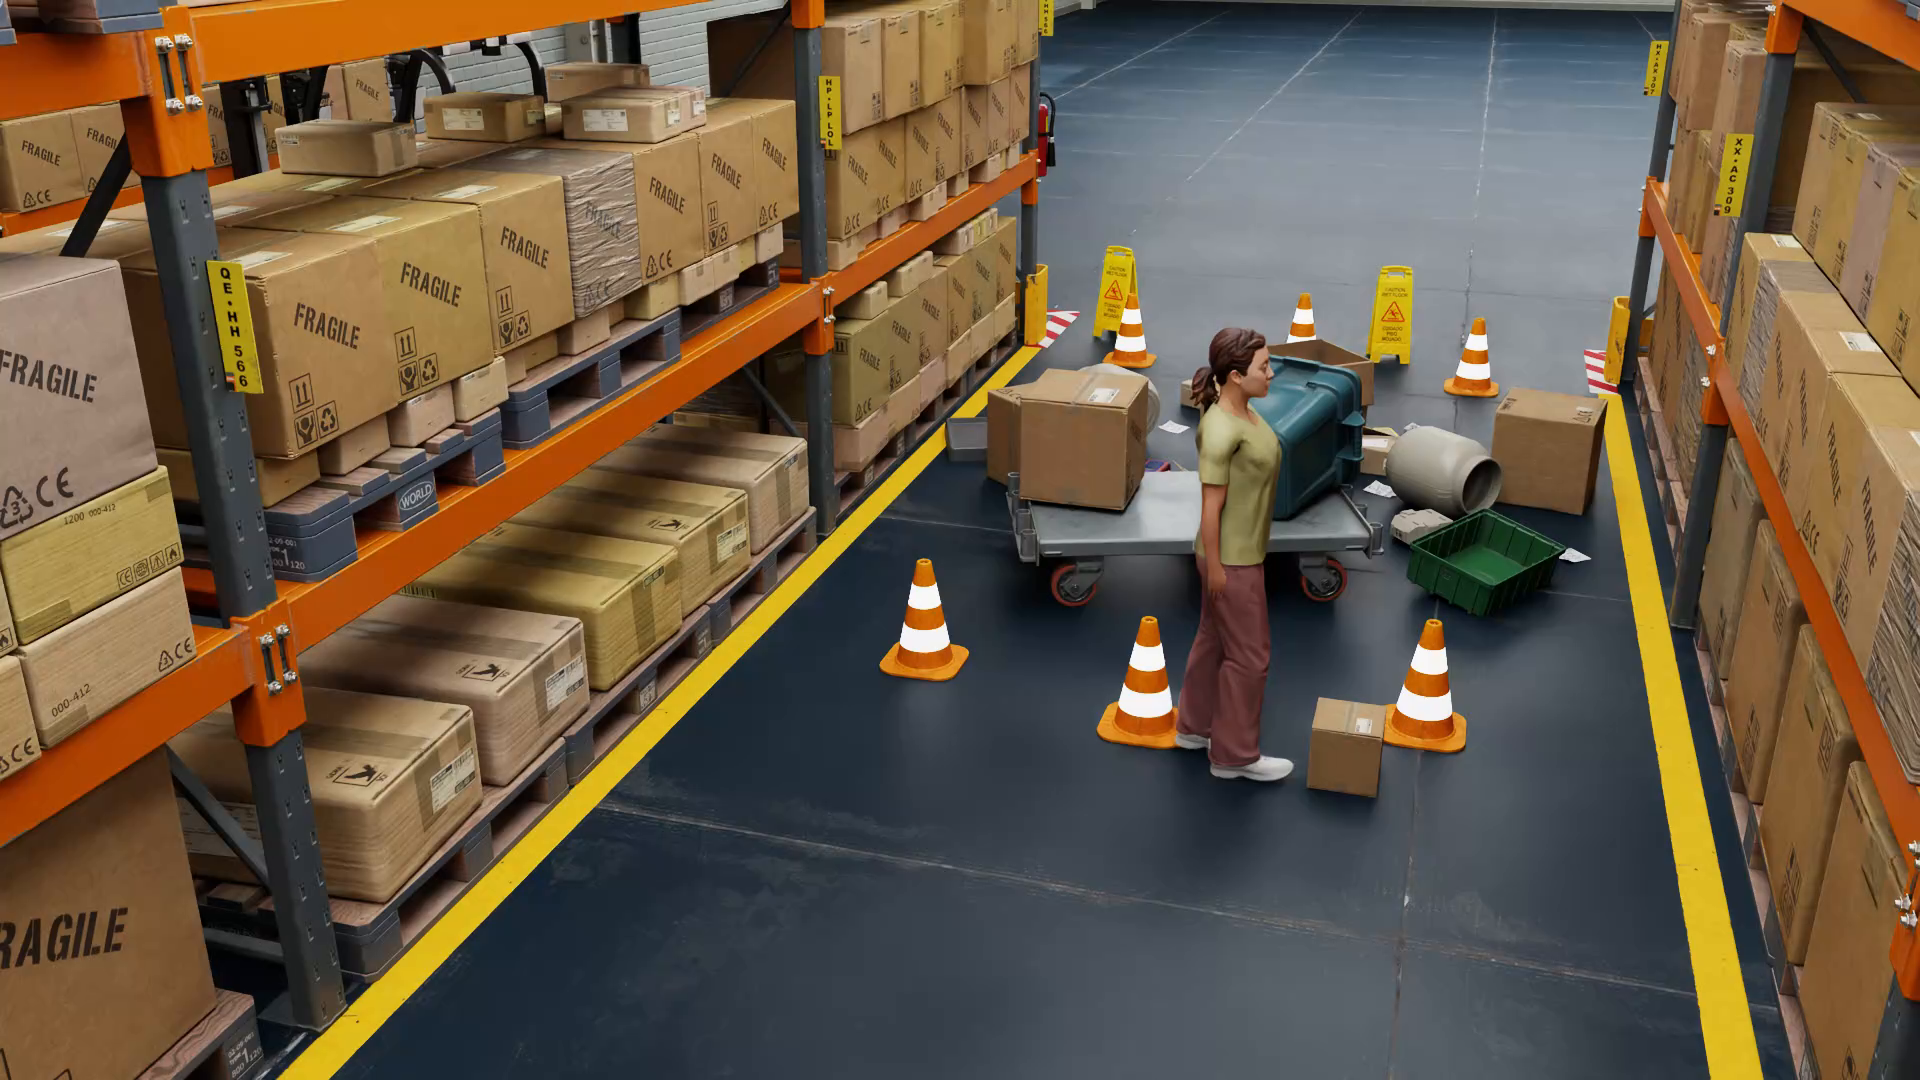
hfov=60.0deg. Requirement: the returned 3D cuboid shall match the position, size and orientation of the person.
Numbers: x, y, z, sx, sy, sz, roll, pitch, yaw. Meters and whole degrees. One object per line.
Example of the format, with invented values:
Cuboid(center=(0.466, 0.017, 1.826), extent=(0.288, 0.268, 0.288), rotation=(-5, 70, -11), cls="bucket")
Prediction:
Cuboid(center=(1.025, 0.059, 5.960), extent=(0.479, 1.669, 0.441), rotation=(7, 23, 16), cls="person")
